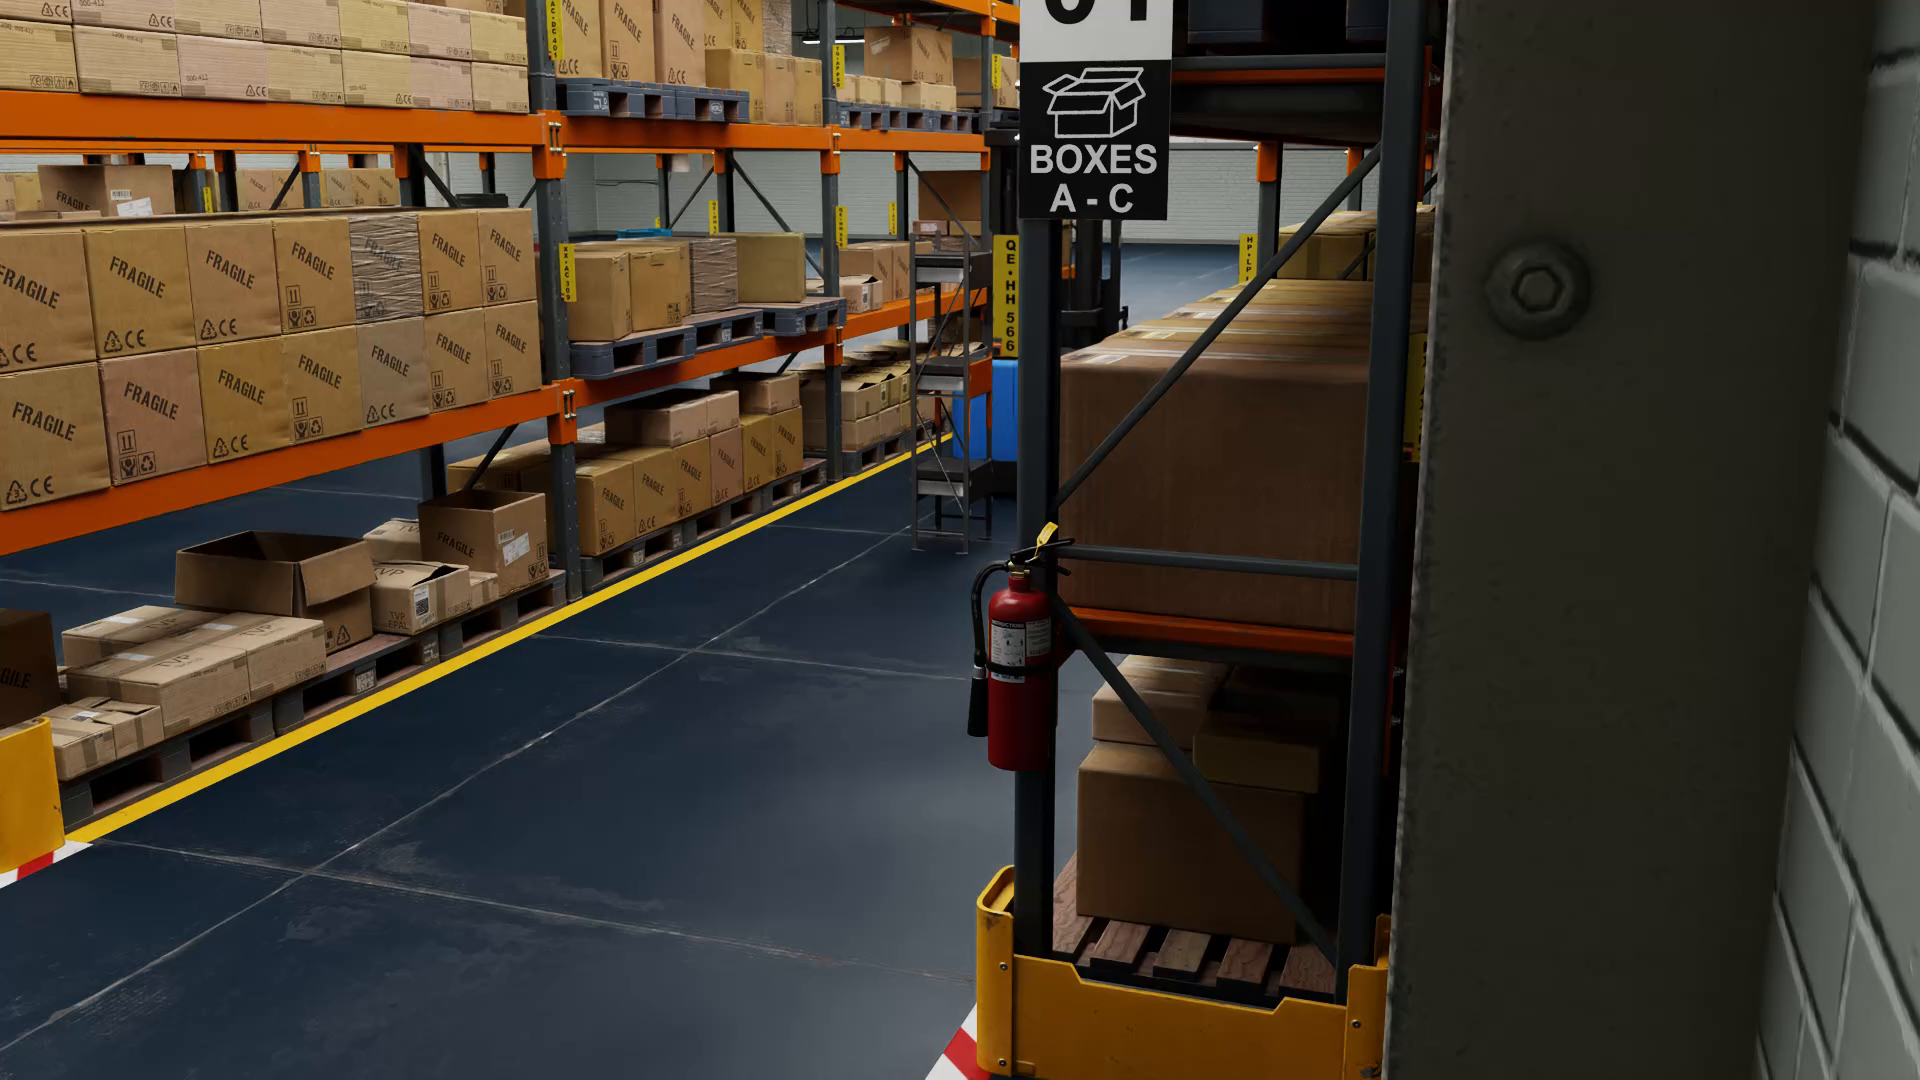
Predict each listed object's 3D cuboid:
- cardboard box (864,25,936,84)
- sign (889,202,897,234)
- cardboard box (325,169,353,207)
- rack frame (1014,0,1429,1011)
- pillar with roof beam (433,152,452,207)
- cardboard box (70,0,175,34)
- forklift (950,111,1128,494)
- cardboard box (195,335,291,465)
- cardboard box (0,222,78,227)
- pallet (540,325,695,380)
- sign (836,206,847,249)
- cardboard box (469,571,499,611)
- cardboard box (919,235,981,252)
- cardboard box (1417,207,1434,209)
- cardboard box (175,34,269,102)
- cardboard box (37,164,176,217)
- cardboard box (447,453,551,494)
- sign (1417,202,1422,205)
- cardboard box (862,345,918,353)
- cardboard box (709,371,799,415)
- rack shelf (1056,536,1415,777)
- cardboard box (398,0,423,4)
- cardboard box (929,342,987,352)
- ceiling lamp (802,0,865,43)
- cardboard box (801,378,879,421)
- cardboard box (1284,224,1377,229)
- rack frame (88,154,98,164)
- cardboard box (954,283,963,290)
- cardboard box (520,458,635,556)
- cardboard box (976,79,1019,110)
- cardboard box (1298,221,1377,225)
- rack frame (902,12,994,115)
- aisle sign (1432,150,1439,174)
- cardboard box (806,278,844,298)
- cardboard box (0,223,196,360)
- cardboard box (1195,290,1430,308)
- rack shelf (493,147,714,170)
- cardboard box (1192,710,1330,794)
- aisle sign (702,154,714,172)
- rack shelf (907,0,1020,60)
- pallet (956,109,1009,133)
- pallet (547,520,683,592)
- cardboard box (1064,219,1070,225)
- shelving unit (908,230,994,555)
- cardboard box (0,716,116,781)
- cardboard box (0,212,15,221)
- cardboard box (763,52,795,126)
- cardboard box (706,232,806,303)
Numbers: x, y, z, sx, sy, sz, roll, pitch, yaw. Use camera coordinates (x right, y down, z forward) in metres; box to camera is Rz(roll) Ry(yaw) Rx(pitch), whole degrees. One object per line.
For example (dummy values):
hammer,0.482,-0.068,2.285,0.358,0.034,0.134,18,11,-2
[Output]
cardboard box,-0.558,-4.529,15.549,0.500,0.500,0.500,6,14,24
sign,-0.685,-3.318,17.154,0.100,0.325,0.005,4,14,18
cardboard box,-8.502,-4.711,22.239,0.500,0.500,0.500,4,14,18
rack frame,0.647,0.065,4.456,1.000,3.000,0.127,4,14,18
pillar with roof beam,-11.551,-13.031,48.348,9.100,9.000,0.548,4,14,18
cardboard box,-3.461,-2.119,6.494,0.500,0.250,0.500,4,14,18
forklift,0.841,-2.046,13.857,1.130,2.935,3.031,4,13,16
cardboard box,-3.322,-0.629,7.270,0.500,0.500,0.500,4,14,18
cardboard box,-3.995,-1.047,6.857,0.500,0.500,0.500,5,14,20
pallet,-2.386,-1.200,10.430,1.003,0.211,1.213,4,14,18
sign,-0.937,-2.465,13.113,0.100,0.325,0.005,4,14,18
cardboard box,-2.728,0.266,8.994,0.380,0.149,0.250,4,14,18
cardboard box,-0.022,-2.961,17.486,0.700,0.500,0.500,4,13,17
cardboard box,5.042,-3.316,17.874,0.500,0.500,0.500,4,13,17
cardboard box,-3.301,-1.980,7.011,0.500,0.250,0.500,4,14,18
cardboard box,-9.921,-3.872,19.412,1.000,1.000,1.000,4,14,19
cardboard box,-2.859,-0.254,10.480,0.500,0.500,0.500,4,14,18
sign,5.310,-3.765,19.291,0.100,0.325,0.005,4,14,18
cardboard box,-0.696,-1.781,16.520,0.500,0.311,0.500,4,14,18
cardboard box,-1.548,-1.111,12.551,0.500,0.250,0.500,5,14,21
rack shelf,1.294,-0.006,6.382,1.077,0.370,4.000,4,14,18
cardboard box,-3.165,-2.932,8.372,0.700,0.500,0.500,4,14,18
cardboard box,-0.019,-1.850,16.818,0.500,0.311,0.500,4,14,18
ceiling lamp,-3.447,-15.762,47.198,2.000,3.185,0.800,4,14,18
cardboard box,-1.006,-1.202,13.983,0.500,0.311,0.500,5,14,20
cardboard box,2.024,-1.570,8.997,0.500,0.250,0.500,5,14,20
rack frame,-12.898,-4.753,25.562,1.000,3.000,0.127,4,14,18
cardboard box,-0.277,-2.638,16.634,0.500,0.250,0.500,5,14,22
cardboard box,-2.361,-0.214,10.304,0.500,0.500,0.500,4,13,16
cardboard box,0.428,-4.711,17.579,0.500,0.311,0.500,4,13,15
cardboard box,2.189,-1.678,9.467,0.500,0.250,0.500,5,14,20
rack frame,-0.159,-5.743,16.418,1.000,3.000,0.127,4,14,18
aisle sign,5.563,-4.608,19.088,0.394,0.787,0.004,4,14,18
cardboard box,-1.294,-2.006,13.727,0.500,0.311,0.500,5,14,22
cardboard box,-3.487,-1.013,6.704,0.500,0.500,0.500,5,14,19
cardboard box,1.508,-0.658,6.946,0.980,0.700,0.700,4,13,17
rack shelf,-4.198,-4.708,20.243,1.077,0.370,4.000,4,14,18
cardboard box,0.927,0.648,5.115,0.380,0.149,0.250,4,14,19
aisle sign,-3.246,-5.279,22.025,0.394,0.787,0.004,4,14,18
rack shelf,0.488,-5.618,18.387,1.077,0.370,4.000,4,14,18
pallet,0.092,-4.419,17.557,1.003,0.211,1.213,4,14,18
pallet,-2.520,0.052,10.778,1.003,0.211,1.213,4,14,18
cardboard box,1.108,-3.876,20.038,0.380,0.149,0.250,5,14,20
shelving unit,-0.054,-0.989,11.094,0.431,2.100,0.503,4,14,18
cardboard box,-3.581,0.821,6.562,0.380,0.149,0.250,4,14,18
cardboard box,-13.641,-4.285,23.175,0.875,0.550,0.550,4,14,18
cardboard box,-1.728,-3.285,12.167,0.910,0.500,0.500,4,14,18
cardboard box,-1.551,-2.088,12.721,0.700,0.500,0.500,0,13,-1
